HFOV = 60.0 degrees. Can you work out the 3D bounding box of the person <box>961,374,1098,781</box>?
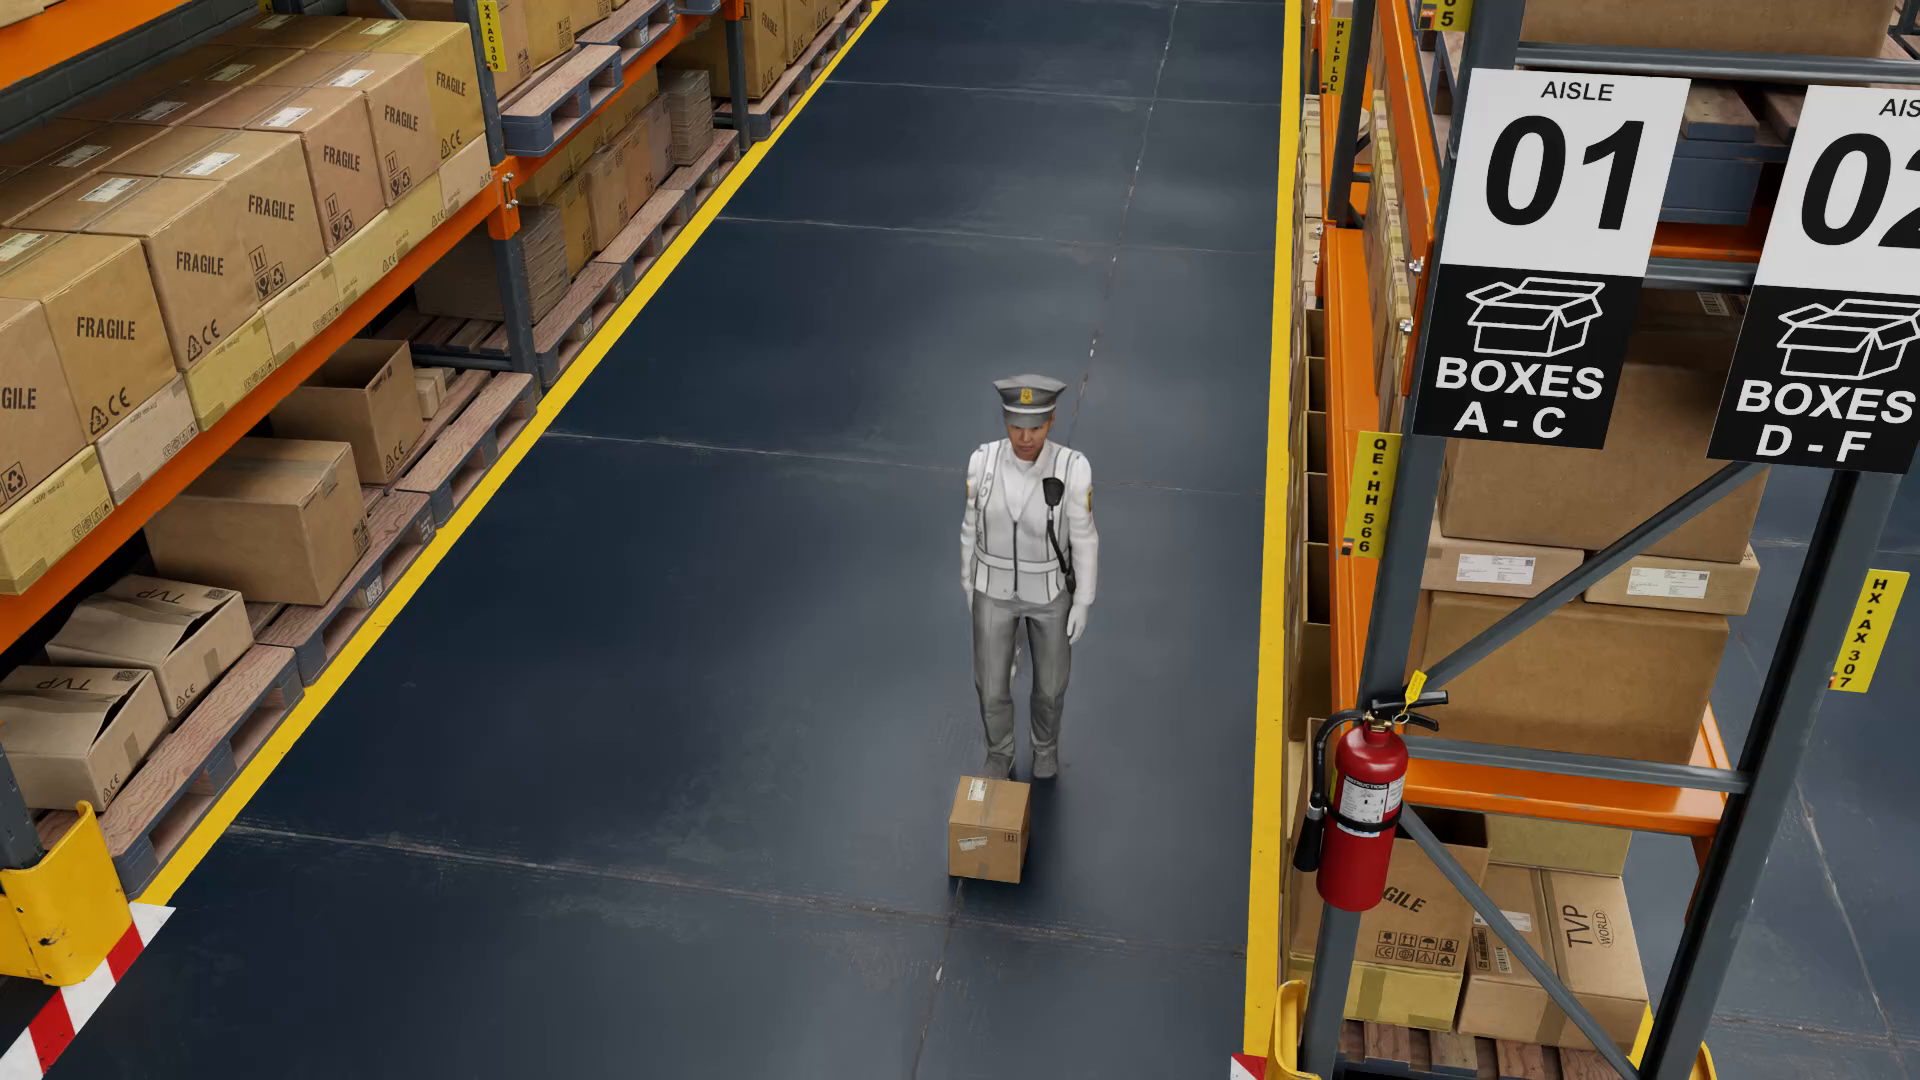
[{"bbox_3d":[0.232,0.208,5.863,0.487,1.726,0.388,6,33,10],"label":"person"}]
